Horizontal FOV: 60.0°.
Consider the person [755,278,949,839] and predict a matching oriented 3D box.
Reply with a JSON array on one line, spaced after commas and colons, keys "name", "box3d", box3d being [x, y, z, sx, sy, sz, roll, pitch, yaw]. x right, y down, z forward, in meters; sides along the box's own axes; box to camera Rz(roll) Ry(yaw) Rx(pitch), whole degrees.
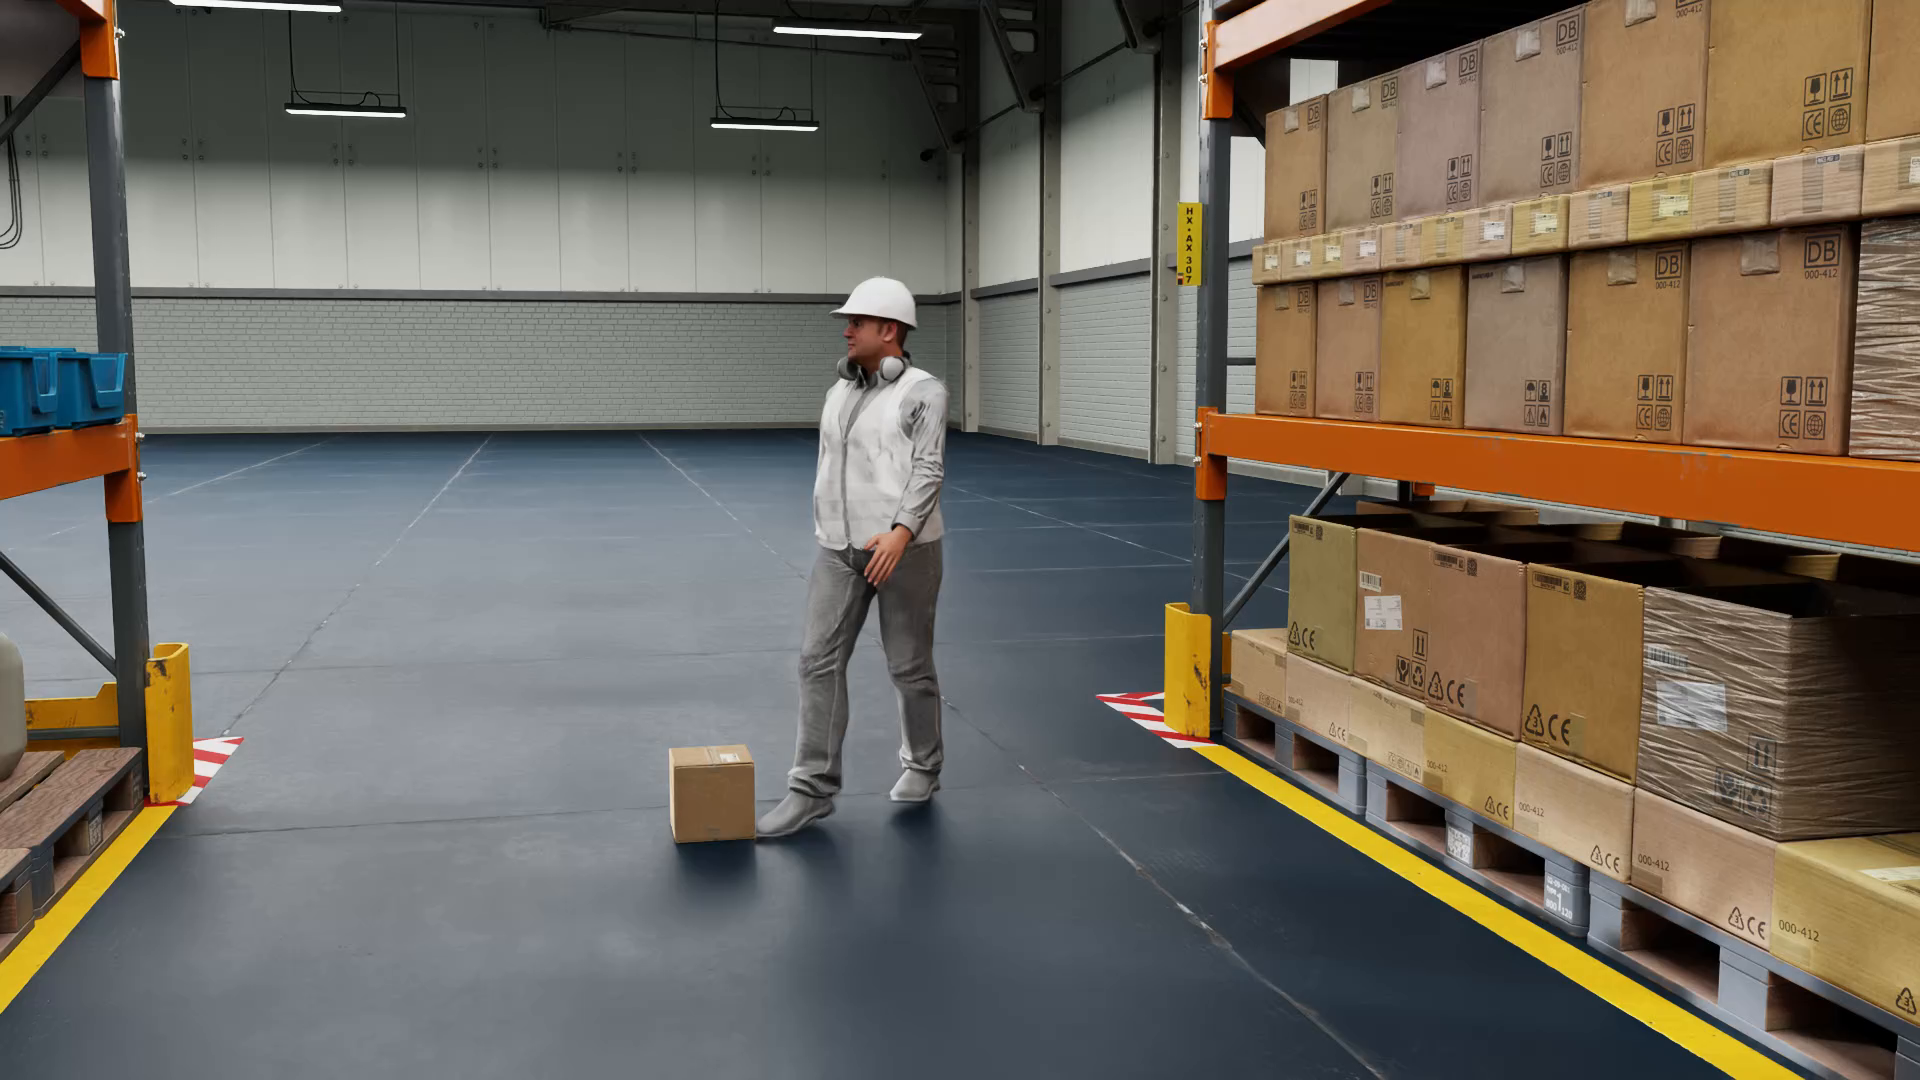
[{"name": "person", "box3d": [-0.314, 0.040, 5.419, 0.563, 1.782, 0.744, 4, 7, 31]}]
